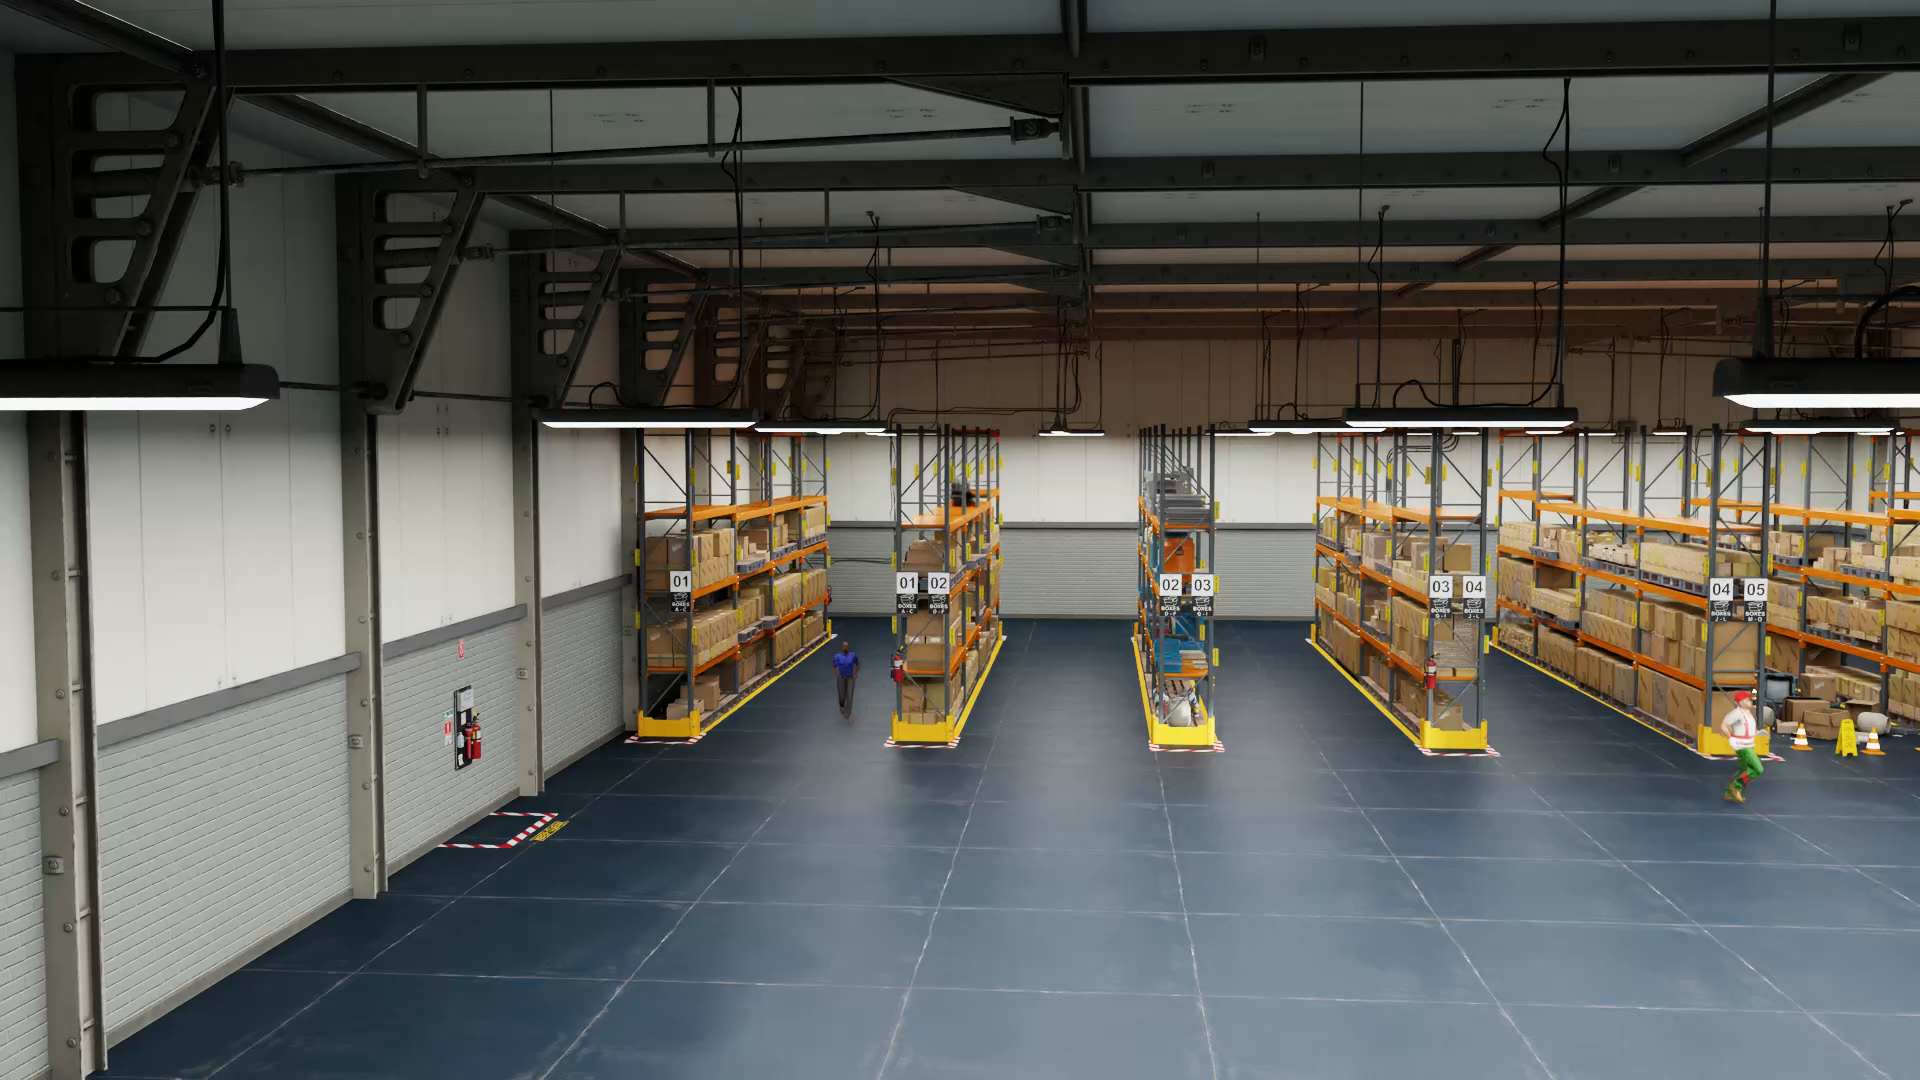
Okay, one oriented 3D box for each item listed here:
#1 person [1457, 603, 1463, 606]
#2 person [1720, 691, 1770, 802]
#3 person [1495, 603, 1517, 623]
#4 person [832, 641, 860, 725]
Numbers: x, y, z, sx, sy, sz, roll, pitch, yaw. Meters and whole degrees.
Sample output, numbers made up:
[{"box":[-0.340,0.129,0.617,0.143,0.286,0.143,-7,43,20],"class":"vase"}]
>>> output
[{"box":[13.509,2.152,45.325,0.636,1.621,0.518,1,4,17],"class":"person"},{"box":[12.317,3.242,26.032,0.642,1.742,0.649,3,5,41],"class":"person"},{"box":[15.569,1.977,47.315,0.633,1.728,0.685,0,4,8],"class":"person"},{"box":[-2.306,2.858,33.649,0.579,1.650,0.851,0,3,-7],"class":"person"}]
